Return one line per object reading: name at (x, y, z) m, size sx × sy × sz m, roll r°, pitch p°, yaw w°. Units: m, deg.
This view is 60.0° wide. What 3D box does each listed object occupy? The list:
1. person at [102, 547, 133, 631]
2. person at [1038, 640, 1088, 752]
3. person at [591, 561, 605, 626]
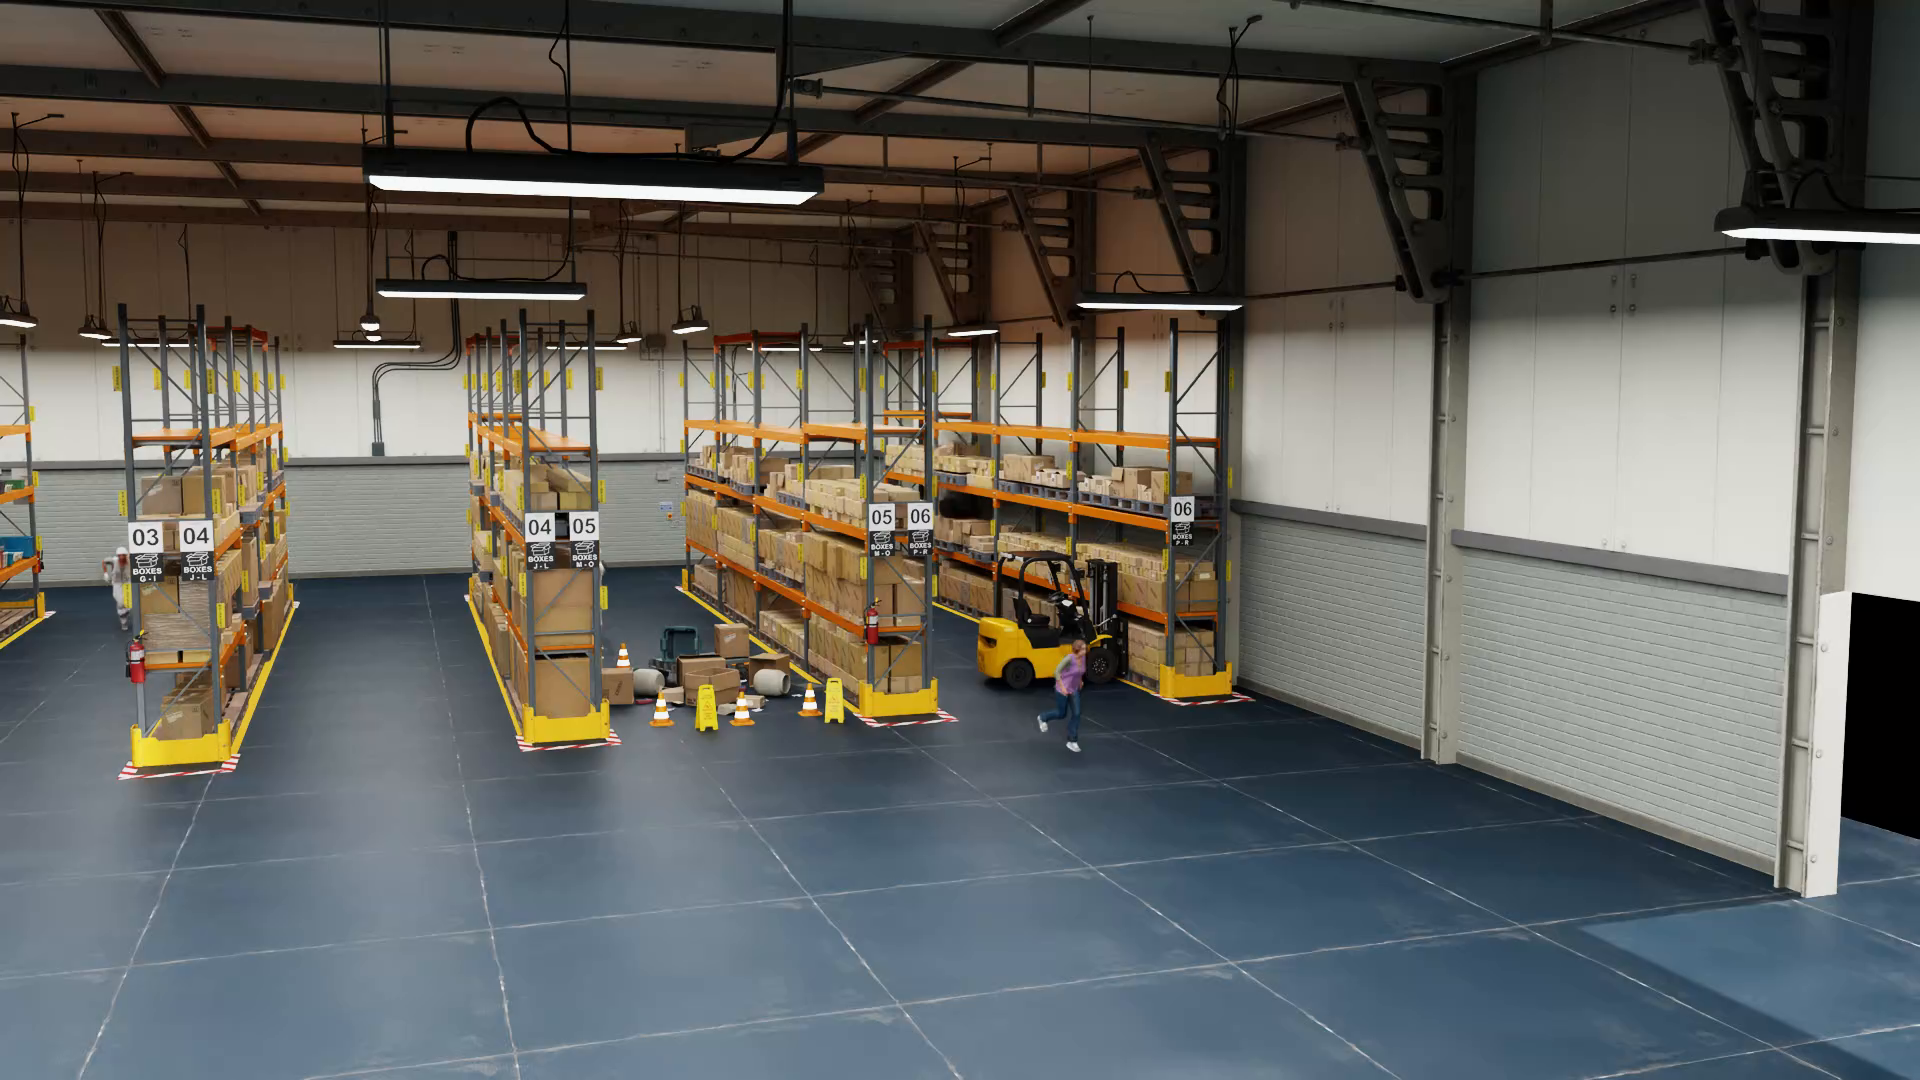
person at (-17.064, 0.975, 33.892) m, size 0.706 × 1.730 × 1.051 m, roll -3°, pitch 6°, yaw -25°
person at (1.413, 2.097, 22.862) m, size 0.866 × 1.548 × 0.549 m, roll 5°, pitch 7°, yaw 43°
person at (-7.572, 0.945, 34.008) m, size 0.605 × 1.728 × 0.703 m, roll -2°, pitch 6°, yaw -16°
